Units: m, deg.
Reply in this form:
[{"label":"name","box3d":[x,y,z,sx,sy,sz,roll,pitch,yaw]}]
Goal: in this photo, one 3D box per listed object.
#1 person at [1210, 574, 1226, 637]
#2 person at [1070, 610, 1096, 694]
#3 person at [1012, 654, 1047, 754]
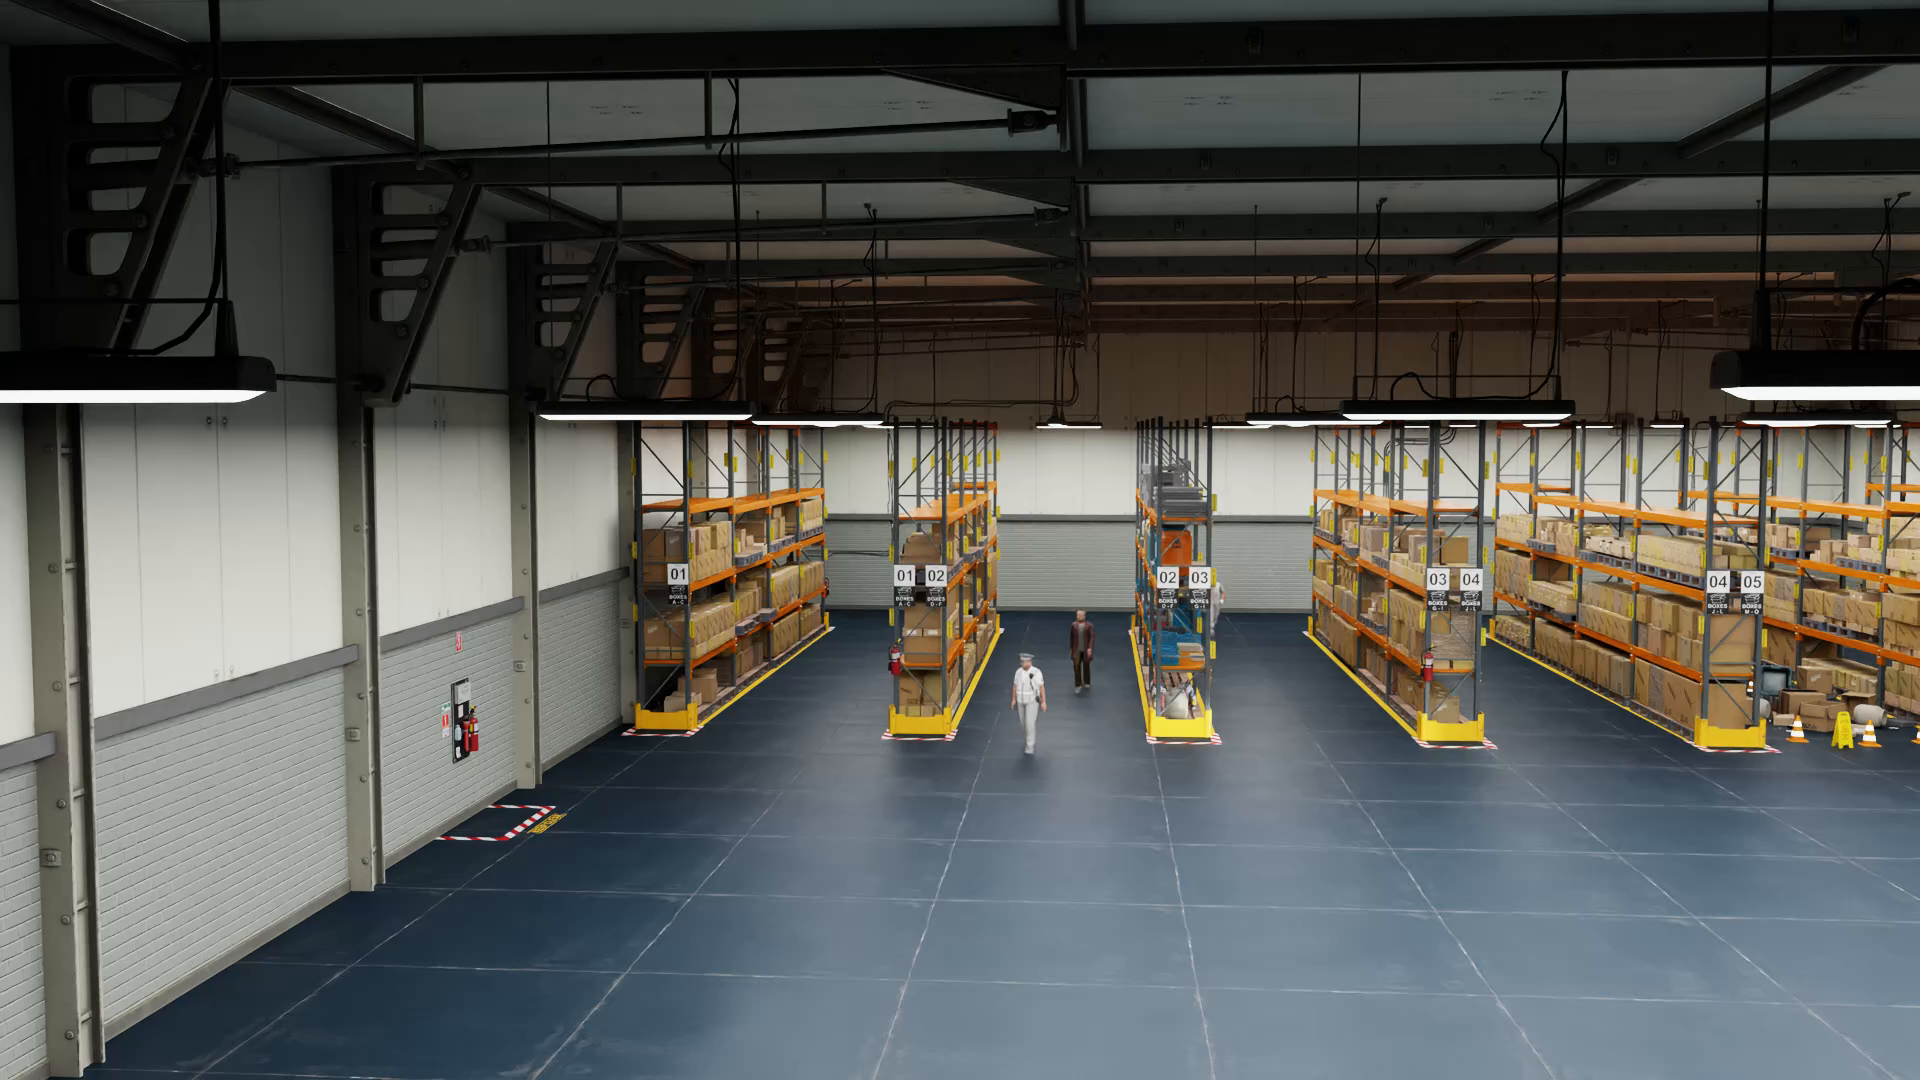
[{"label":"person","box3d":[7.099,1.794,46.623,0.656,1.779,0.814,-1,4,-8]},{"label":"person","box3d":[2.687,2.459,36.692,0.608,1.817,0.821,1,4,14]},{"label":"person","box3d":[1.168,2.915,29.667,0.660,1.746,0.795,3,5,35]}]
